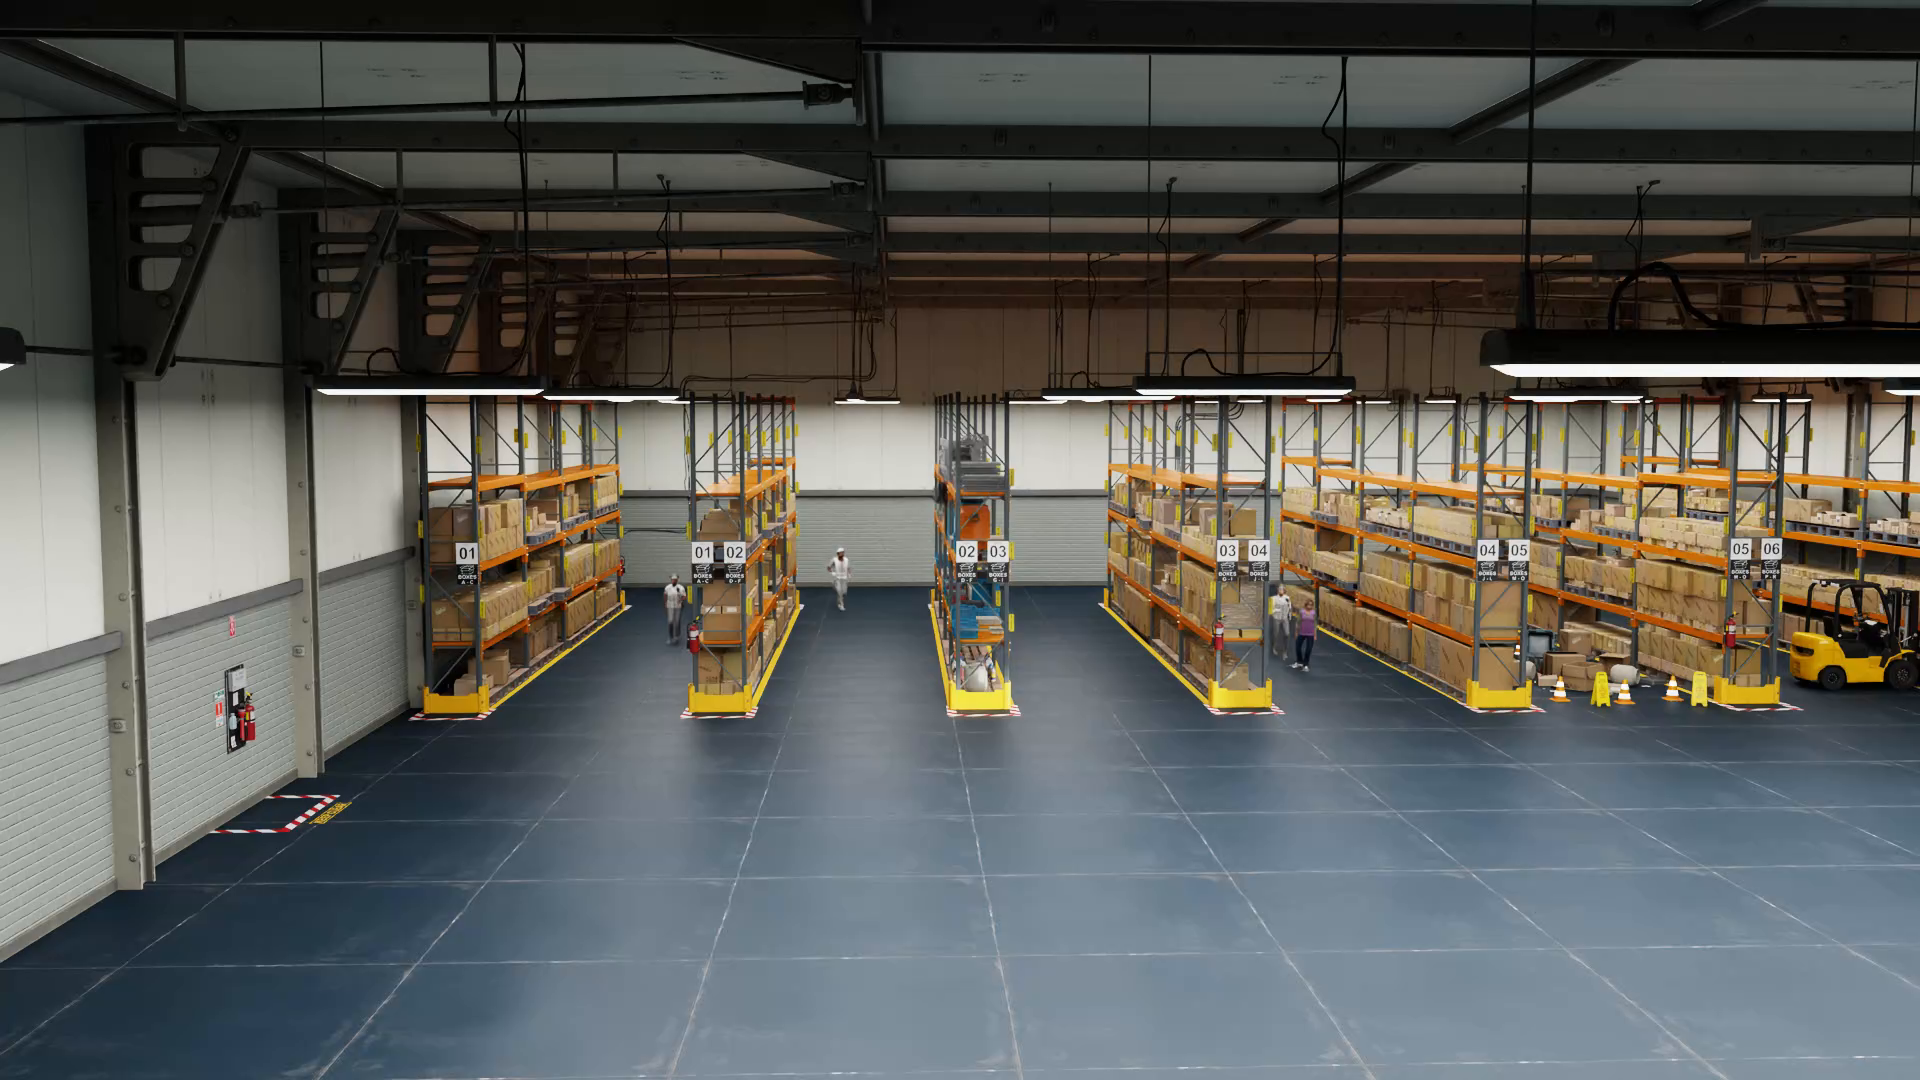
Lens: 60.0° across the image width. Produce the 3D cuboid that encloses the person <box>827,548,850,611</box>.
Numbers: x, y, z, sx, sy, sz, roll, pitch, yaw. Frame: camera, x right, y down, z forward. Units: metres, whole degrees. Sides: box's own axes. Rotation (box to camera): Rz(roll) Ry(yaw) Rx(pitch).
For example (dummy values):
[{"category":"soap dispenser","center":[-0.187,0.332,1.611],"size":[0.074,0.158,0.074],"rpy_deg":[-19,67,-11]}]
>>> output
[{"category":"person","center":[-3.414,1.102,46.929],"size":[0.679,1.759,0.684],"rpy_deg":[-2,5,-24]}]

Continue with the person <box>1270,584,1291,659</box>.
[{"category":"person","center":[7.317,1.846,37.934],"size":[0.597,1.738,0.809],"rpy_deg":[-1,5,-8]}]

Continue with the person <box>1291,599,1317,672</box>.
[{"category":"person","center":[7.454,2.051,35.999],"size":[0.538,1.580,0.431],"rpy_deg":[1,5,11]}]

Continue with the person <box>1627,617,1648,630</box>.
[{"category":"person","center":[16.548,1.669,40.463],"size":[0.607,1.657,0.956],"rpy_deg":[-1,5,-7]}]

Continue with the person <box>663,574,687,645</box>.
[{"category":"person","center":[-6.885,1.670,40.192],"size":[0.583,1.731,0.722],"rpy_deg":[0,5,-6]}]
